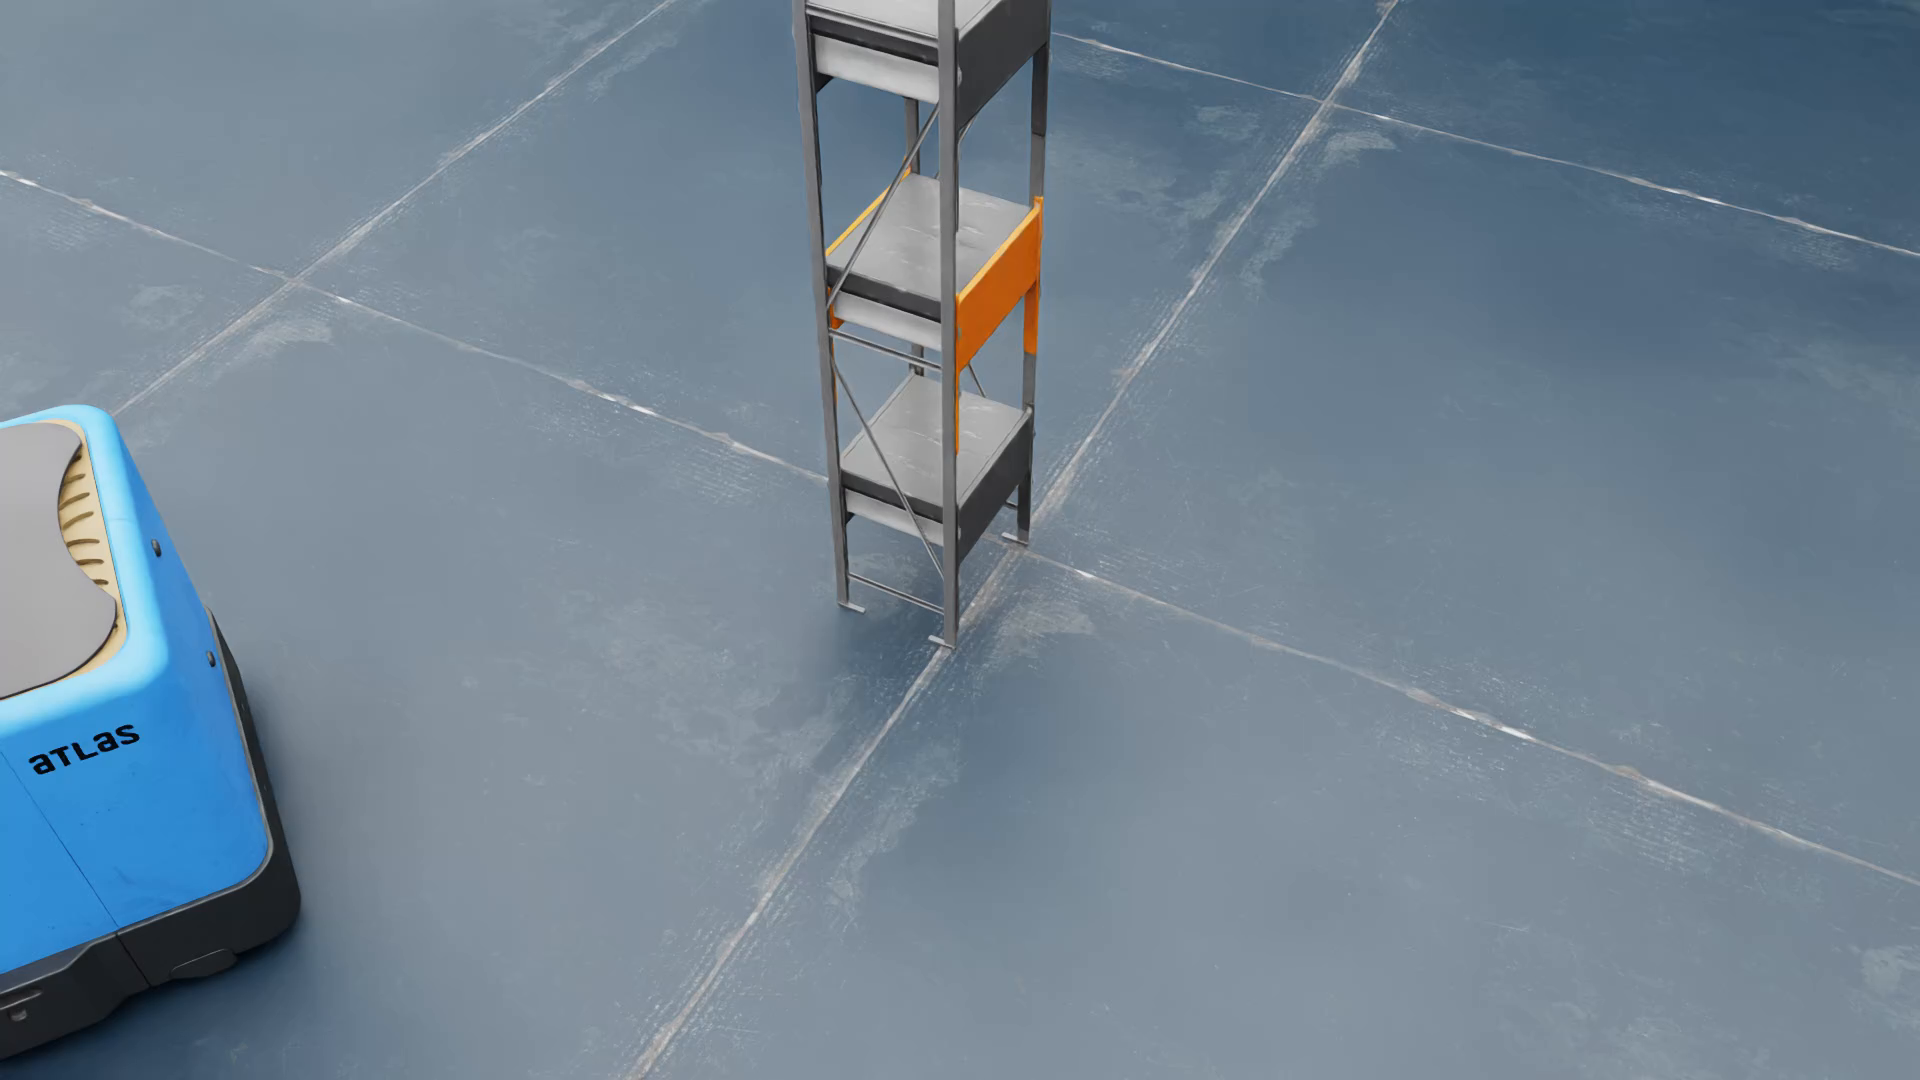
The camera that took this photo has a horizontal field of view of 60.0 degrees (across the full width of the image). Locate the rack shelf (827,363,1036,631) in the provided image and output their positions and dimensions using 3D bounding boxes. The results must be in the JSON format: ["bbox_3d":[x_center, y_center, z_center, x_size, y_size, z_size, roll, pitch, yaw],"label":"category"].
[{"bbox_3d":[-0.077,-0.132,4.908,0.431,0.518,0.480,20,49,19],"label":"rack shelf"}]

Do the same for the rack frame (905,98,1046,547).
[{"bbox_3d":[0.036,-0.788,4.552,0.400,2.100,0.015,20,49,19],"label":"rack frame"}]

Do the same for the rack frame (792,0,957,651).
[{"bbox_3d":[-0.190,-0.480,4.248,0.400,2.100,0.015,20,49,19],"label":"rack frame"}]

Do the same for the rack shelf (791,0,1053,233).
[{"bbox_3d":[-0.077,-1.116,3.912,0.431,0.518,0.480,20,49,19],"label":"rack shelf"}]

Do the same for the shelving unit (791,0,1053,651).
[{"bbox_3d":[-0.077,-0.634,4.400,0.431,2.100,0.503,20,49,19],"label":"shelving unit"}]

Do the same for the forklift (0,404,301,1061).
[{"bbox_3d":[-3.227,0.153,3.038,3.031,2.935,1.130,-20,49,-19],"label":"forklift"}]

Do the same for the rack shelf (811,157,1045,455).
[{"bbox_3d":[-0.077,-0.624,4.410,0.431,0.518,0.480,20,49,19],"label":"rack shelf"}]
